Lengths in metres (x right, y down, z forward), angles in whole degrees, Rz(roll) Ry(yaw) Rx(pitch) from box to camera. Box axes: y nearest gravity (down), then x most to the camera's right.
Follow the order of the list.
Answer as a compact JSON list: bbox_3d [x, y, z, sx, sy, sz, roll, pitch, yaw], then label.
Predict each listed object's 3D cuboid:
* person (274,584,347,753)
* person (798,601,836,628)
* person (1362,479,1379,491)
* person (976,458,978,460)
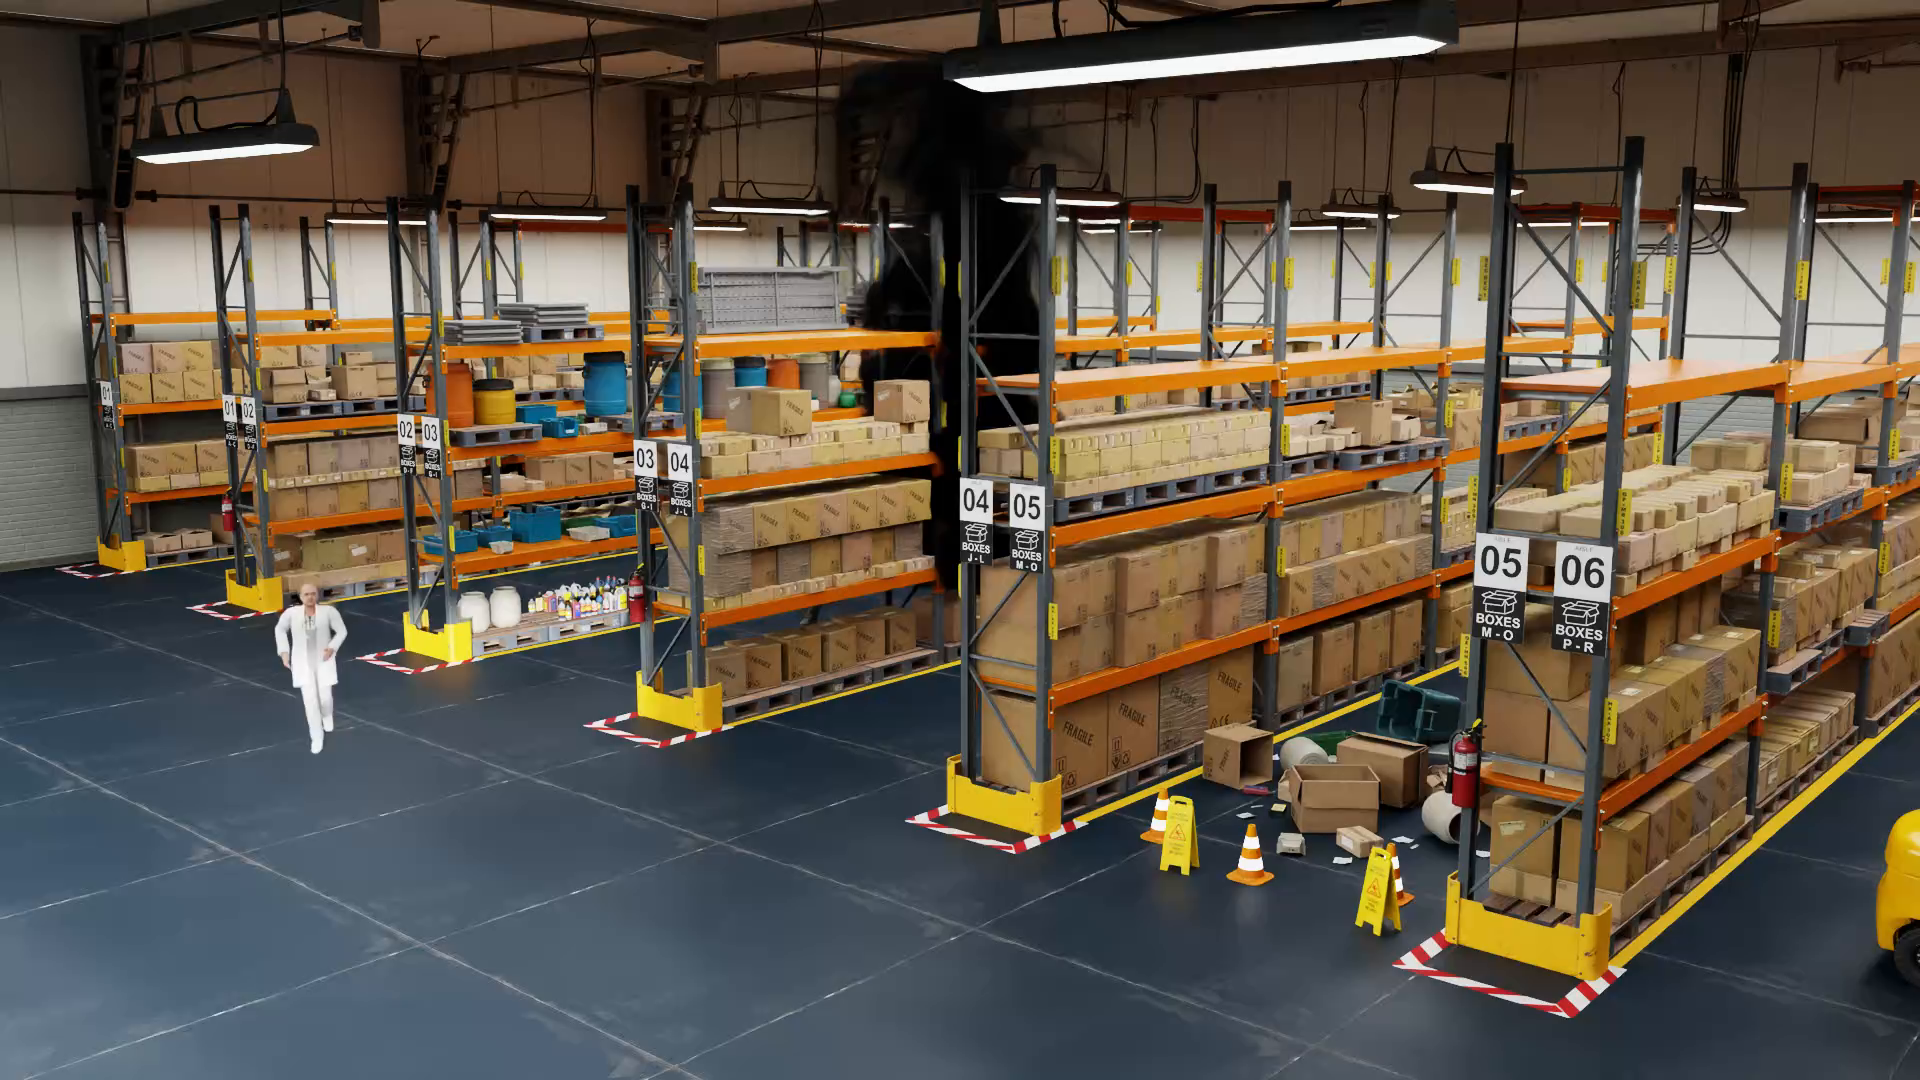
[{"bbox_3d":[-6.999,1.343,17.989,0.732,1.783,0.854,-4,10,-21],"label":"person"},{"bbox_3d":[-1.902,0.261,22.659,0.711,1.780,0.923,7,12,36],"label":"person"},{"bbox_3d":[6.771,-0.238,27.407,0.660,1.744,0.742,8,12,39],"label":"person"},{"bbox_3d":[0.539,-1.472,35.125,0.522,1.727,0.674,6,11,30],"label":"person"}]
